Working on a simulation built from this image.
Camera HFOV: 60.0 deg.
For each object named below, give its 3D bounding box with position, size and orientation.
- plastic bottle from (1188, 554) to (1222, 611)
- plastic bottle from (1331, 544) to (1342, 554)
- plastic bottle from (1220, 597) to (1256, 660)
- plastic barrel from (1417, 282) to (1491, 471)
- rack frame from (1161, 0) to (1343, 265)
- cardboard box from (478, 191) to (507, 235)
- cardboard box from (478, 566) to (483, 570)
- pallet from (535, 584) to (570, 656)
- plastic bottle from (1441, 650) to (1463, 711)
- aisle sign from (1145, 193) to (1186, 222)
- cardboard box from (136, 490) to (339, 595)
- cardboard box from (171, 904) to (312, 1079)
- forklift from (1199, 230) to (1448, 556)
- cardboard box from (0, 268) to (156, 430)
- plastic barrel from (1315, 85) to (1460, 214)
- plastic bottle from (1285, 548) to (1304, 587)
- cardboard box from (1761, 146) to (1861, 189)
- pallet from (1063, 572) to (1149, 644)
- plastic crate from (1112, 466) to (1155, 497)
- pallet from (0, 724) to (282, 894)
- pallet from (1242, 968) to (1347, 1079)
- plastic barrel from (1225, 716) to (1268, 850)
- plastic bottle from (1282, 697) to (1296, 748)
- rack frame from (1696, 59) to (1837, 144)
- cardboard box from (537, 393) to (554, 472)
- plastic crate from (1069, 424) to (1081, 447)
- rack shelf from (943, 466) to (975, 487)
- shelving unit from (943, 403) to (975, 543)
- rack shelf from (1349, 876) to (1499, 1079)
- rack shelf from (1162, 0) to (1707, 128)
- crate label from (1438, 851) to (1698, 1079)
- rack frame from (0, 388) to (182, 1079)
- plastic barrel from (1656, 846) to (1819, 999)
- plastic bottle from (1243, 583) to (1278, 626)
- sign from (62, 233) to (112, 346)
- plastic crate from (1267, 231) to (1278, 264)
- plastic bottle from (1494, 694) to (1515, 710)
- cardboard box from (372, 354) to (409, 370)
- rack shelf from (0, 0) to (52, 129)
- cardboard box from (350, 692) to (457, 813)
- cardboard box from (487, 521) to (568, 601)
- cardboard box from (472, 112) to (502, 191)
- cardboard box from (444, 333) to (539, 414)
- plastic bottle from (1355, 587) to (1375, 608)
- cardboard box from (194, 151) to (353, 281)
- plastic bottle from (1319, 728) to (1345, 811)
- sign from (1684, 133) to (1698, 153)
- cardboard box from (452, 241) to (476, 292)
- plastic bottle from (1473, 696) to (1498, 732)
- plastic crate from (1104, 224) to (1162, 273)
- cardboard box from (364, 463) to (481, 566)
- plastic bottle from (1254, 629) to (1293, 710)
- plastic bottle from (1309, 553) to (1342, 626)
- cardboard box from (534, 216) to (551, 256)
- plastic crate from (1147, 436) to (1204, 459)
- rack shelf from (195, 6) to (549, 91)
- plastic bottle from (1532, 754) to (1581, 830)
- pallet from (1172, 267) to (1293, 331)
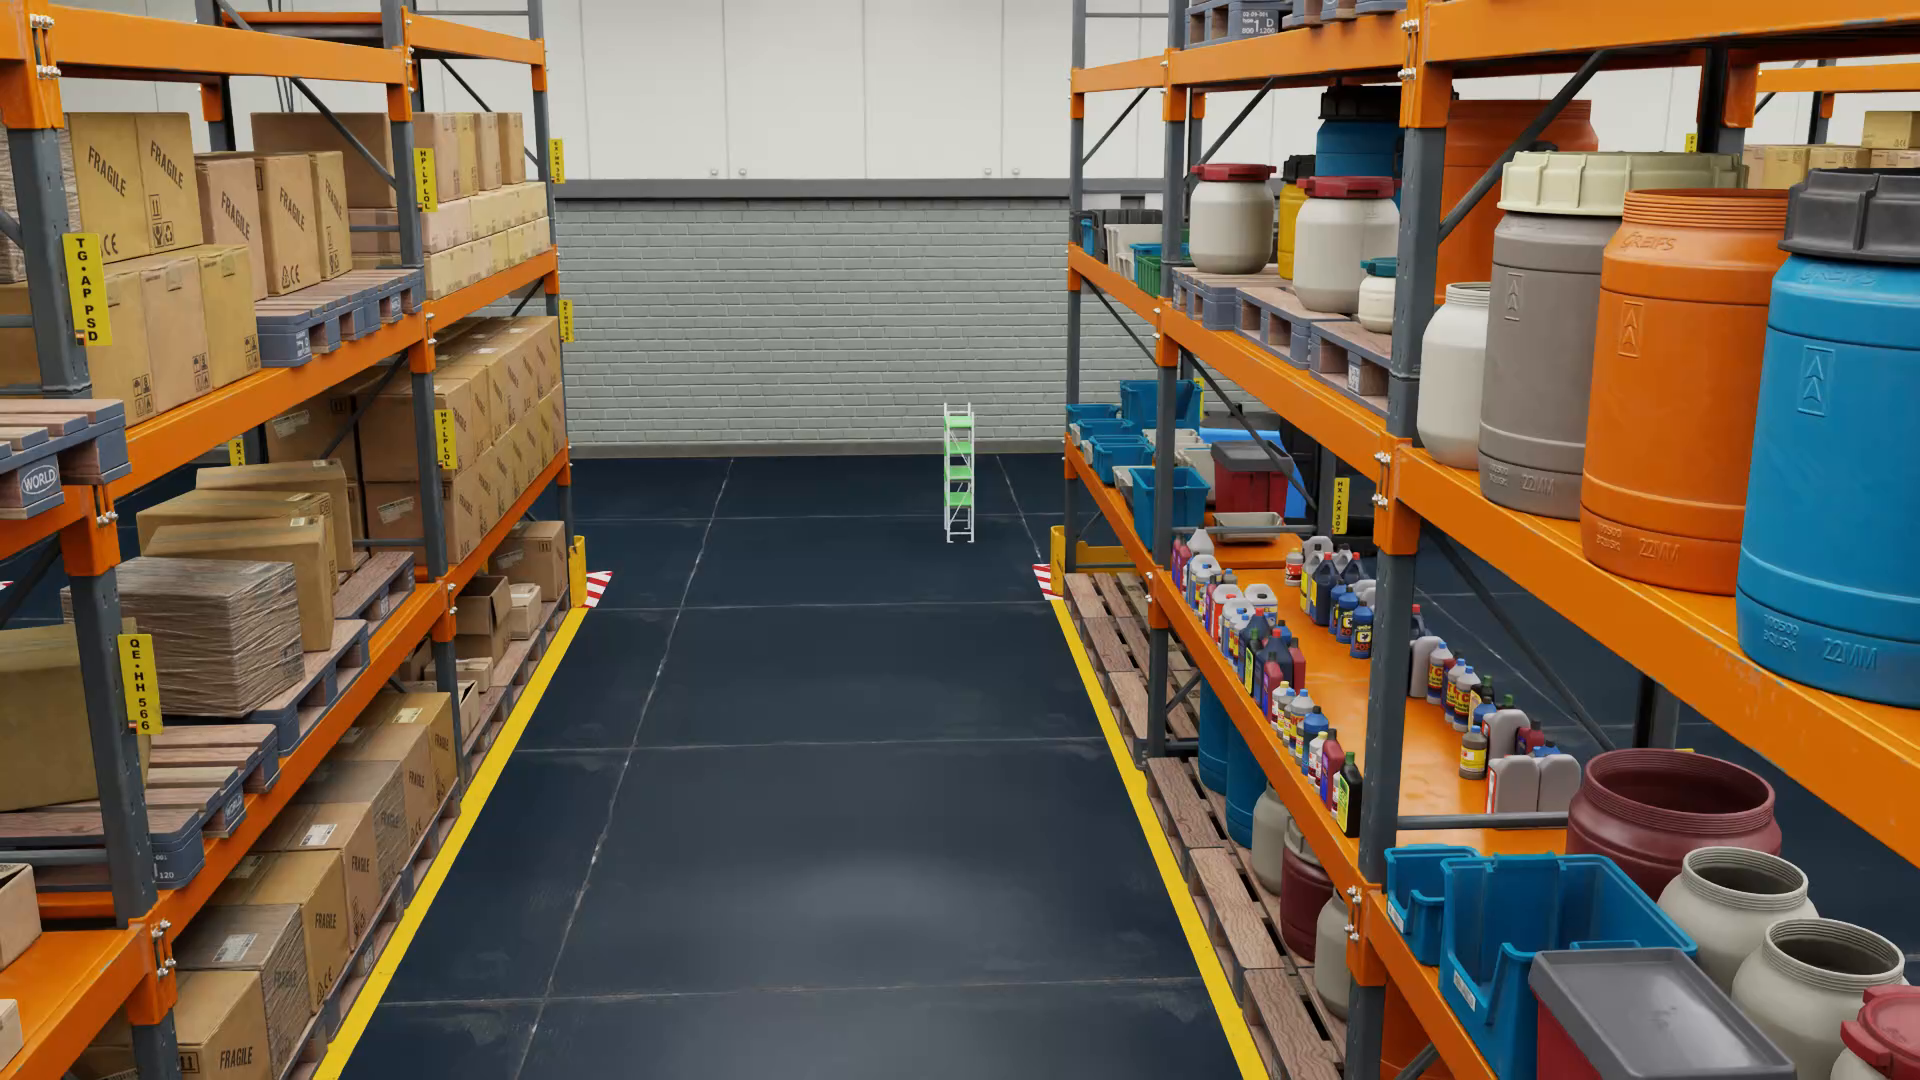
[{"bbox_3d":[1.271,0.221,8.619,0.152,0.276,0.135,-1,14,-3],"label":"plastic bottle"},{"bbox_3d":[2.007,0.156,8.859,0.061,0.283,0.133,-1,14,-3],"label":"plastic bottle"},{"bbox_3d":[1.320,0.418,7.853,0.152,0.276,0.135,-1,14,-3],"label":"plastic bottle"},{"bbox_3d":[1.561,-0.481,4.854,0.421,0.512,0.421,0,14,0],"label":"plastic barrel"},{"bbox_3d":[1.600,-2.956,8.680,1.000,3.000,0.127,-1,14,-3],"label":"rack frame"},{"bbox_3d":[-3.210,-2.095,10.652,0.500,0.250,0.500,-1,14,-3],"label":"cardboard box"},{"bbox_3d":[-3.909,0.307,12.875,0.380,0.149,0.250,-1,14,-3],"label":"cardboard box"},{"bbox_3d":[-3.537,0.598,12.503,1.003,0.211,1.213,-1,14,-3],"label":"pallet"},{"bbox_3d":[2.118,0.600,7.133,0.061,0.283,0.133,-1,14,-3],"label":"plastic bottle"},{"bbox_3d":[1.640,-2.327,13.057,0.394,0.787,0.004,-1,14,-3],"label":"aisle sign"},{"bbox_3d":[-3.432,0.064,7.937,0.700,0.500,0.500,1,14,5],"label":"cardboard box"},{"bbox_3d":[-2.877,1.769,6.487,0.500,0.500,0.500,-1,14,-5],"label":"cardboard box"},{"bbox_3d":[3.614,-1.415,14.866,3.031,2.935,1.130,3,15,12],"label":"forklift"},{"bbox_3d":[-3.157,-0.589,5.301,0.910,0.500,0.500,-1,14,-3],"label":"cardboard box"},{"bbox_3d":[1.858,-1.527,7.298,0.600,0.901,0.708,-1,14,-3],"label":"plastic barrel"},{"bbox_3d":[1.824,0.145,9.065,0.097,0.201,0.097,0,14,0],"label":"plastic bottle"},{"bbox_3d":[6.296,-2.605,12.089,0.700,0.500,0.500,-1,14,-5],"label":"cardboard box"},{"bbox_3d":[1.365,0.511,12.841,1.003,0.211,1.213,-1,14,-3],"label":"pallet"},{"bbox_3d":[1.192,-0.380,11.118,0.293,0.136,0.466,-1,14,-3],"label":"plastic crate"},{"bbox_3d":[-3.208,0.945,5.942,1.213,0.211,1.003,-1,14,-3],"label":"pallet"},{"bbox_3d":[1.757,2.099,6.668,1.003,0.211,1.213,-1,14,-3],"label":"pallet"},{"bbox_3d":[1.661,1.074,8.425,0.600,0.901,0.708,-1,14,-3],"label":"plastic barrel"},{"bbox_3d":[1.364,0.739,6.757,0.097,0.201,0.097,0,14,0],"label":"plastic bottle"},{"bbox_3d":[6.296,-4.027,12.843,1.000,3.000,0.127,-1,14,-3],"label":"rack frame"},{"bbox_3d":[-3.257,-0.782,12.070,0.500,0.500,0.500,-1,14,-3],"label":"cardboard box"},{"bbox_3d":[0.976,-0.799,12.745,0.250,0.136,0.298,-1,14,-3],"label":"plastic crate"},{"bbox_3d":[-0.010,-0.560,15.276,0.258,0.148,0.480,-1,14,-3],"label":"rack shelf"},{"bbox_3d":[-0.010,-0.622,15.260,0.258,1.200,0.503,-1,14,-3],"label":"shelving unit"},{"bbox_3d":[1.972,1.790,3.717,1.077,0.370,4.000,-1,14,-3],"label":"rack shelf"},{"bbox_3d":[1.724,-1.917,6.886,1.077,0.370,4.000,-1,14,-3],"label":"rack shelf"},{"bbox_3d":[1.639,1.178,4.580,0.502,0.435,0.616,-1,14,-3],"label":"crate label"},{"bbox_3d":[-3.096,1.020,5.267,1.000,3.000,0.127,-1,14,-3],"label":"rack frame"},{"bbox_3d":[2.125,1.143,4.565,0.421,0.512,0.421,0,14,0],"label":"plastic barrel"},{"bbox_3d":[1.458,0.358,8.086,0.152,0.276,0.135,-1,14,-3],"label":"plastic bottle"},{"bbox_3d":[-2.542,-0.728,4.844,0.100,0.325,0.005,-1,14,-3],"label":"sign"},{"bbox_3d":[1.797,-1.753,10.287,0.497,0.269,0.590,-1,14,-3],"label":"plastic crate"},{"bbox_3d":[2.152,0.739,6.592,0.061,0.283,0.133,-1,14,-3],"label":"plastic bottle"},{"bbox_3d":[-3.699,-0.882,10.452,0.500,0.500,0.500,-1,14,-3],"label":"cardboard box"},{"bbox_3d":[-2.972,-0.846,2.726,1.077,0.370,4.000,-1,14,-3],"label":"rack shelf"},{"bbox_3d":[-3.027,1.141,8.930,0.500,0.500,0.500,-1,14,-4],"label":"cardboard box"},{"bbox_3d":[-3.312,0.159,12.746,0.500,0.500,0.500,-1,14,-3],"label":"cardboard box"},{"bbox_3d":[-3.459,-2.579,11.028,0.700,0.500,0.500,-1,14,-3],"label":"cardboard box"},{"bbox_3d":[-3.221,-1.142,11.460,0.500,0.500,0.500,0,14,-2],"label":"cardboard box"},{"bbox_3d":[2.009,0.352,8.110,0.152,0.276,0.135,-1,14,-3],"label":"plastic bottle"},{"bbox_3d":[-3.386,-1.602,8.191,0.600,0.600,0.600,-2,15,-9],"label":"cardboard box"},{"bbox_3d":[1.383,0.849,6.164,0.061,0.283,0.133,-1,14,-3],"label":"plastic bottle"},{"bbox_3d":[5.741,-3.029,13.071,0.100,0.325,0.005,-1,14,-3],"label":"sign"},{"bbox_3d":[-3.154,-1.604,9.747,0.500,0.250,0.500,-1,14,-3],"label":"cardboard box"},{"bbox_3d":[2.074,0.750,6.572,0.097,0.271,0.097,0,14,0],"label":"plastic bottle"},{"bbox_3d":[1.181,-1.885,10.774,0.437,0.282,0.530,-1,14,-3],"label":"plastic crate"},{"bbox_3d":[-3.104,-0.155,9.630,0.500,0.500,0.500,-1,14,-2],"label":"cardboard box"},{"bbox_3d":[1.358,0.550,7.193,0.144,0.351,0.185,-1,14,-3],"label":"plastic bottle"},{"bbox_3d":[1.851,0.245,8.377,0.144,0.351,0.185,-1,14,-3],"label":"plastic bottle"},{"bbox_3d":[-3.297,-2.226,12.164,0.500,0.250,0.500,-1,14,-3],"label":"cardboard box"},{"bbox_3d":[1.587,-0.674,12.260,0.396,0.136,0.243,-1,14,-3],"label":"plastic crate"},{"bbox_3d":[-3.468,-3.028,10.409,1.077,0.370,4.000,-1,14,-3],"label":"rack shelf"},{"bbox_3d":[2.144,0.892,6.014,0.152,0.276,0.135,-1,14,-3],"label":"plastic bottle"},{"bbox_3d":[1.746,-1.218,8.325,1.213,0.211,1.003,-1,14,-3],"label":"pallet"}]
